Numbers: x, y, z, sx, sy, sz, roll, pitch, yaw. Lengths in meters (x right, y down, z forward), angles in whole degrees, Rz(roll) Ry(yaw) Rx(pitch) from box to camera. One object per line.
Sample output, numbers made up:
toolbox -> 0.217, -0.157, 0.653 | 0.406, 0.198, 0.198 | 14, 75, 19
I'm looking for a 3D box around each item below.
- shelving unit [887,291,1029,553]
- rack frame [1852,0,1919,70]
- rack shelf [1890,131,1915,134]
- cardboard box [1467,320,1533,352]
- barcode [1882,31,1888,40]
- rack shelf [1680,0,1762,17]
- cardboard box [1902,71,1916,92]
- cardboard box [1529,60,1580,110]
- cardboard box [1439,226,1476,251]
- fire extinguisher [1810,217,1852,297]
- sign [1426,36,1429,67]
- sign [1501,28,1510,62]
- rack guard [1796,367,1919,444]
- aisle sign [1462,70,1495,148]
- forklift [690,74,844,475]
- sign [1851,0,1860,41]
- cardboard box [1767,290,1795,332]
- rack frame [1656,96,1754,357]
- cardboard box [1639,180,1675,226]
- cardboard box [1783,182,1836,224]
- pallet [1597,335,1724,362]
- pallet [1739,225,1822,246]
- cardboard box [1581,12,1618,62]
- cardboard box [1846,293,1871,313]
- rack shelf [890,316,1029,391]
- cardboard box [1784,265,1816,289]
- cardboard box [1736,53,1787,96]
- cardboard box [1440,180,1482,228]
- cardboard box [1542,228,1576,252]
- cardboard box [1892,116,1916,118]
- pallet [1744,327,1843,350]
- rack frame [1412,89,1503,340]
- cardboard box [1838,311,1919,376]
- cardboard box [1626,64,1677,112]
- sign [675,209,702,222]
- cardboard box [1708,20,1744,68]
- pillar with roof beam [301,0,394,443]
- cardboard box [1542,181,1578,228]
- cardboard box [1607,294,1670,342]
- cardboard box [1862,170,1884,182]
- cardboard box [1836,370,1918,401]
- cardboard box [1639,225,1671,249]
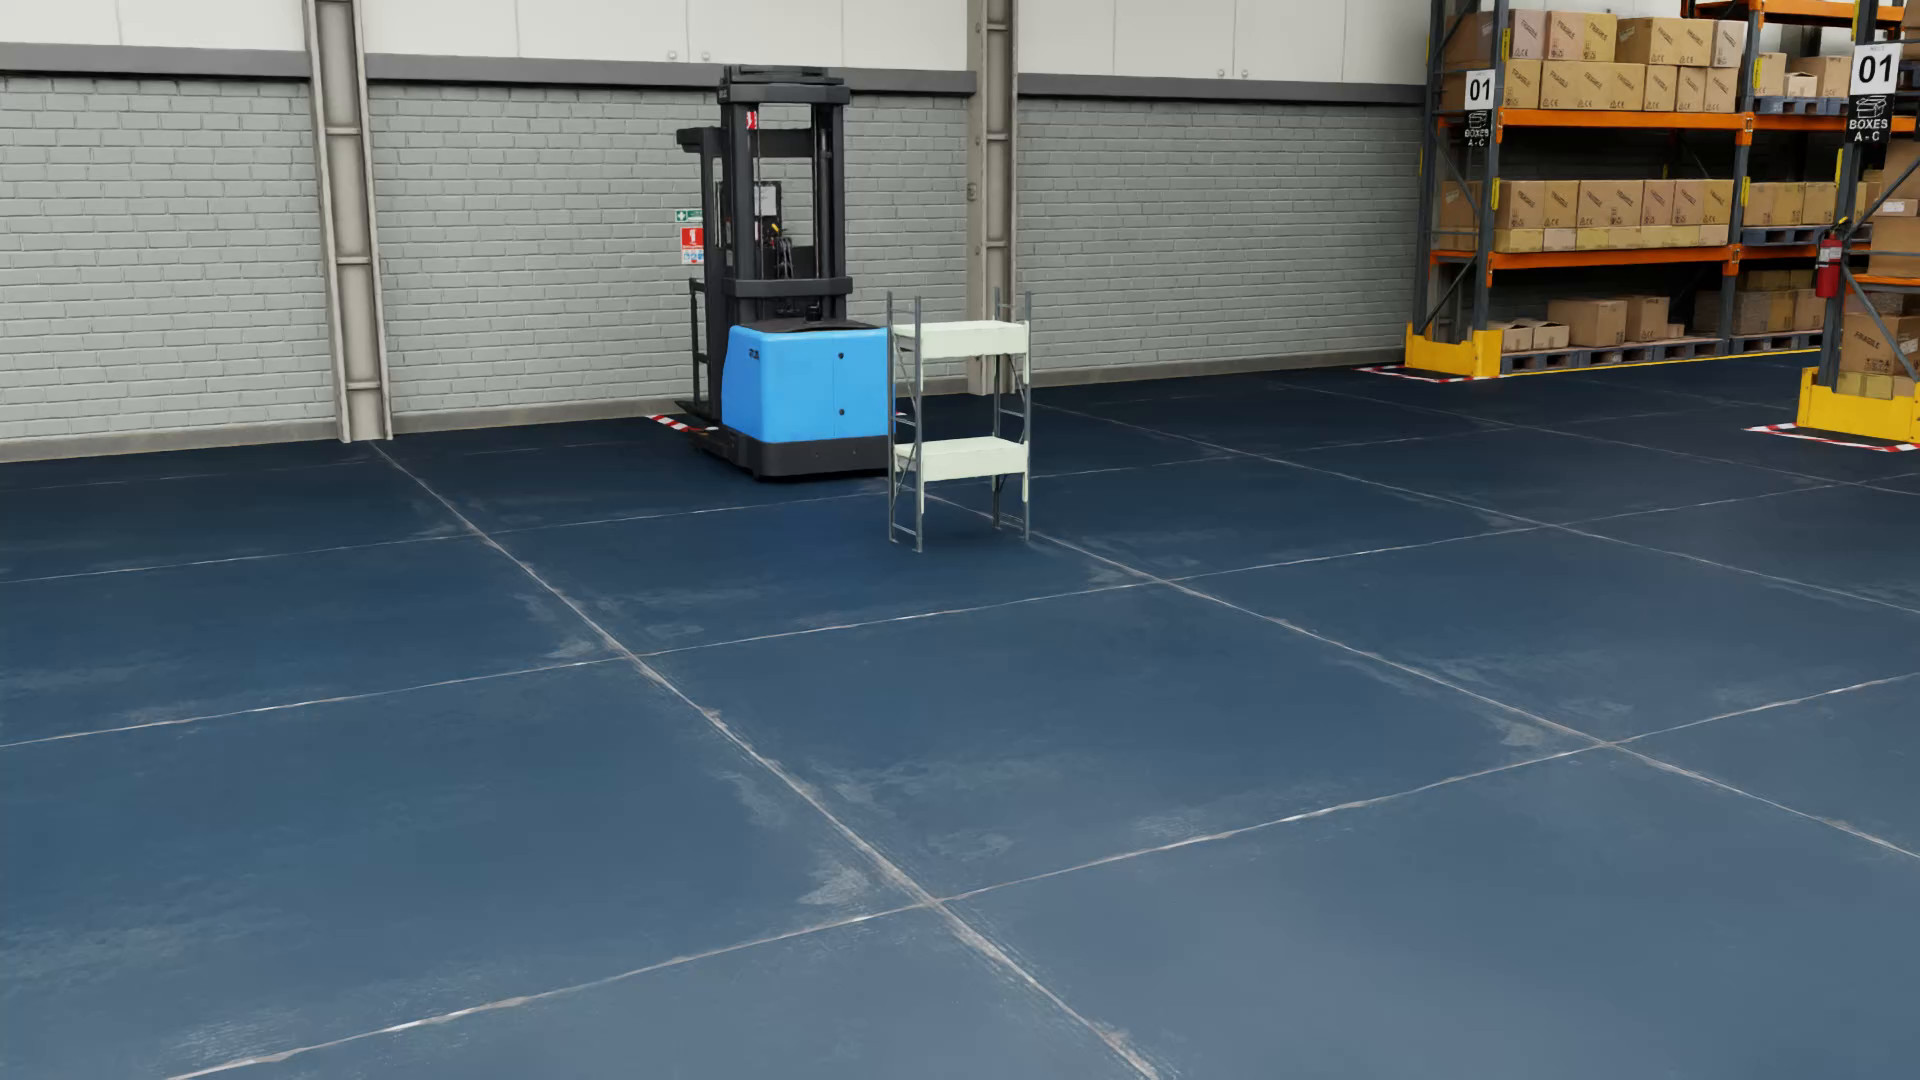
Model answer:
shelving unit -> -0.009, -0.731, 9.940 | 0.748, 1.500, 0.431 | -7, 14, -28
rack frame -> 7.753, -5.303, 13.178 | 0.127, 3.000, 1.000 | -7, 14, -28
rack shelf -> 14.154, -5.495, 22.501 | 4.000, 0.370, 1.077 | -7, 14, -28
cardboard box -> 6.027, -2.289, 18.570 | 0.500, 0.311, 0.500 | -9, 15, -34
barcode -> 7.787, -4.248, 13.997 | 0.075, 0.075, 0.001 | -7, 14, -28
rack shelf -> 7.132, -6.115, 18.432 | 4.000, 0.370, 1.077 | -7, 14, -28
cardboard box -> 12.788, -5.960, 21.699 | 0.500, 0.500, 0.700 | -8, 15, -32
cardboard box -> 6.278, -4.889, 17.897 | 0.500, 0.500, 0.500 | -6, 14, -24
cardboard box -> 5.694, -3.354, 18.475 | 0.500, 0.250, 0.500 | -7, 14, -27
fire extinguisher -> 7.427, -2.416, 14.187 | 0.183, 0.674, 0.296 | -7, 14, -28
sign -> 5.128, -5.335, 18.135 | 0.005, 0.325, 0.100 | -7, 14, -28
sign -> 5.636, -5.116, 17.187 | 0.005, 0.325, 0.100 | -7, 14, -28
rack guard -> 7.732, -1.154, 14.099 | 0.348, 0.500, 1.175 | -7, 14, -28
aisle sign -> 5.457, -4.533, 17.500 | 0.004, 0.787, 0.394 | -7, 14, -28
forklift -> 8.384, -0.374, 5.240 | 12.354, 2.867, 23.662 | -6, 14, -24
sign -> 7.505, -4.339, 13.890 | 0.005, 0.325, 0.100 | -7, 14, -28
cardboard box -> 9.955, -2.891, 20.815 | 0.500, 0.500, 0.700 | -7, 15, -29
rack frame -> 8.887, -3.751, 19.946 | 0.127, 3.000, 1.000 | -7, 14, -28
cardboard box -> 7.738, -3.840, 18.928 | 0.500, 0.500, 0.500 | -7, 15, -29
cardboard box -> 10.407, -4.194, 20.685 | 0.500, 0.500, 0.700 | -5, 14, -20
pallet -> 8.315, -2.313, 19.908 | 1.213, 0.211, 1.003 | -7, 14, -28
pallet -> 9.628, -3.710, 20.200 | 1.213, 0.211, 1.003 | -7, 14, -28
cardboard box -> 6.740, -5.433, 18.037 | 0.500, 0.500, 0.500 | -6, 14, -26
cardboard box -> 11.283, -3.050, 21.520 | 0.500, 0.500, 0.700 | -7, 14, -28
rack shelf -> -0.006, -1.112, 9.856 | 0.720, 0.370, 0.431 | -7, 14, -28
cardboard box -> 10.812, -3.344, 21.121 | 0.500, 0.250, 0.500 | -7, 14, -28
cardboard box -> 9.406, -5.511, 19.747 | 0.500, 0.500, 0.500 | -5, 13, -20
cardboard box -> 5.688, -3.724, 18.411 | 0.500, 0.500, 0.500 | -7, 14, -28
cardboard box -> 6.406, -3.315, 18.302 | 0.500, 0.250, 0.500 | -7, 15, -30
cardboard box -> 11.896, -5.474, 20.927 | 0.500, 0.311, 0.500 | -7, 14, -28
pallet -> 10.642, -2.602, 21.192 | 1.213, 0.211, 1.003 | -7, 14, -28
rack frame -> 5.376, -3.331, 18.076 | 0.127, 3.000, 1.000 | -7, 14, -28
cardboard box -> 8.081, -1.719, 14.515 | 0.500, 0.500, 0.500 | -7, 14, -28
cardboard box -> 7.644, -5.056, 18.639 | 0.500, 0.500, 0.500 | -7, 15, -30
sign -> -2.404, -2.923, 14.979 | 0.331, 0.109, 0.001 | -7, 14, -28
cardboard box -> 8.578, -5.656, 19.028 | 0.500, 0.500, 0.500 | -8, 15, -33
pillar with roof beam -> -2.894, -4.406, 9.190 | 0.400, 9.000, 9.100 | -7, 14, -28
cardboard box -> 6.378, -3.675, 18.197 | 0.500, 0.500, 0.500 | -7, 14, -28
cardboard box -> 7.995, -2.630, 19.653 | 0.500, 0.500, 0.500 | -8, 15, -32
cardboard box -> 11.835, -4.673, 21.336 | 0.250, 0.149, 0.380 | -10, 16, -37
cardboard box -> 8.082, -1.353, 14.596 | 0.500, 0.250, 0.500 | -7, 14, -28
cardboard box -> 7.741, -3.473, 19.005 | 0.500, 0.250, 0.500 | -7, 14, -28
